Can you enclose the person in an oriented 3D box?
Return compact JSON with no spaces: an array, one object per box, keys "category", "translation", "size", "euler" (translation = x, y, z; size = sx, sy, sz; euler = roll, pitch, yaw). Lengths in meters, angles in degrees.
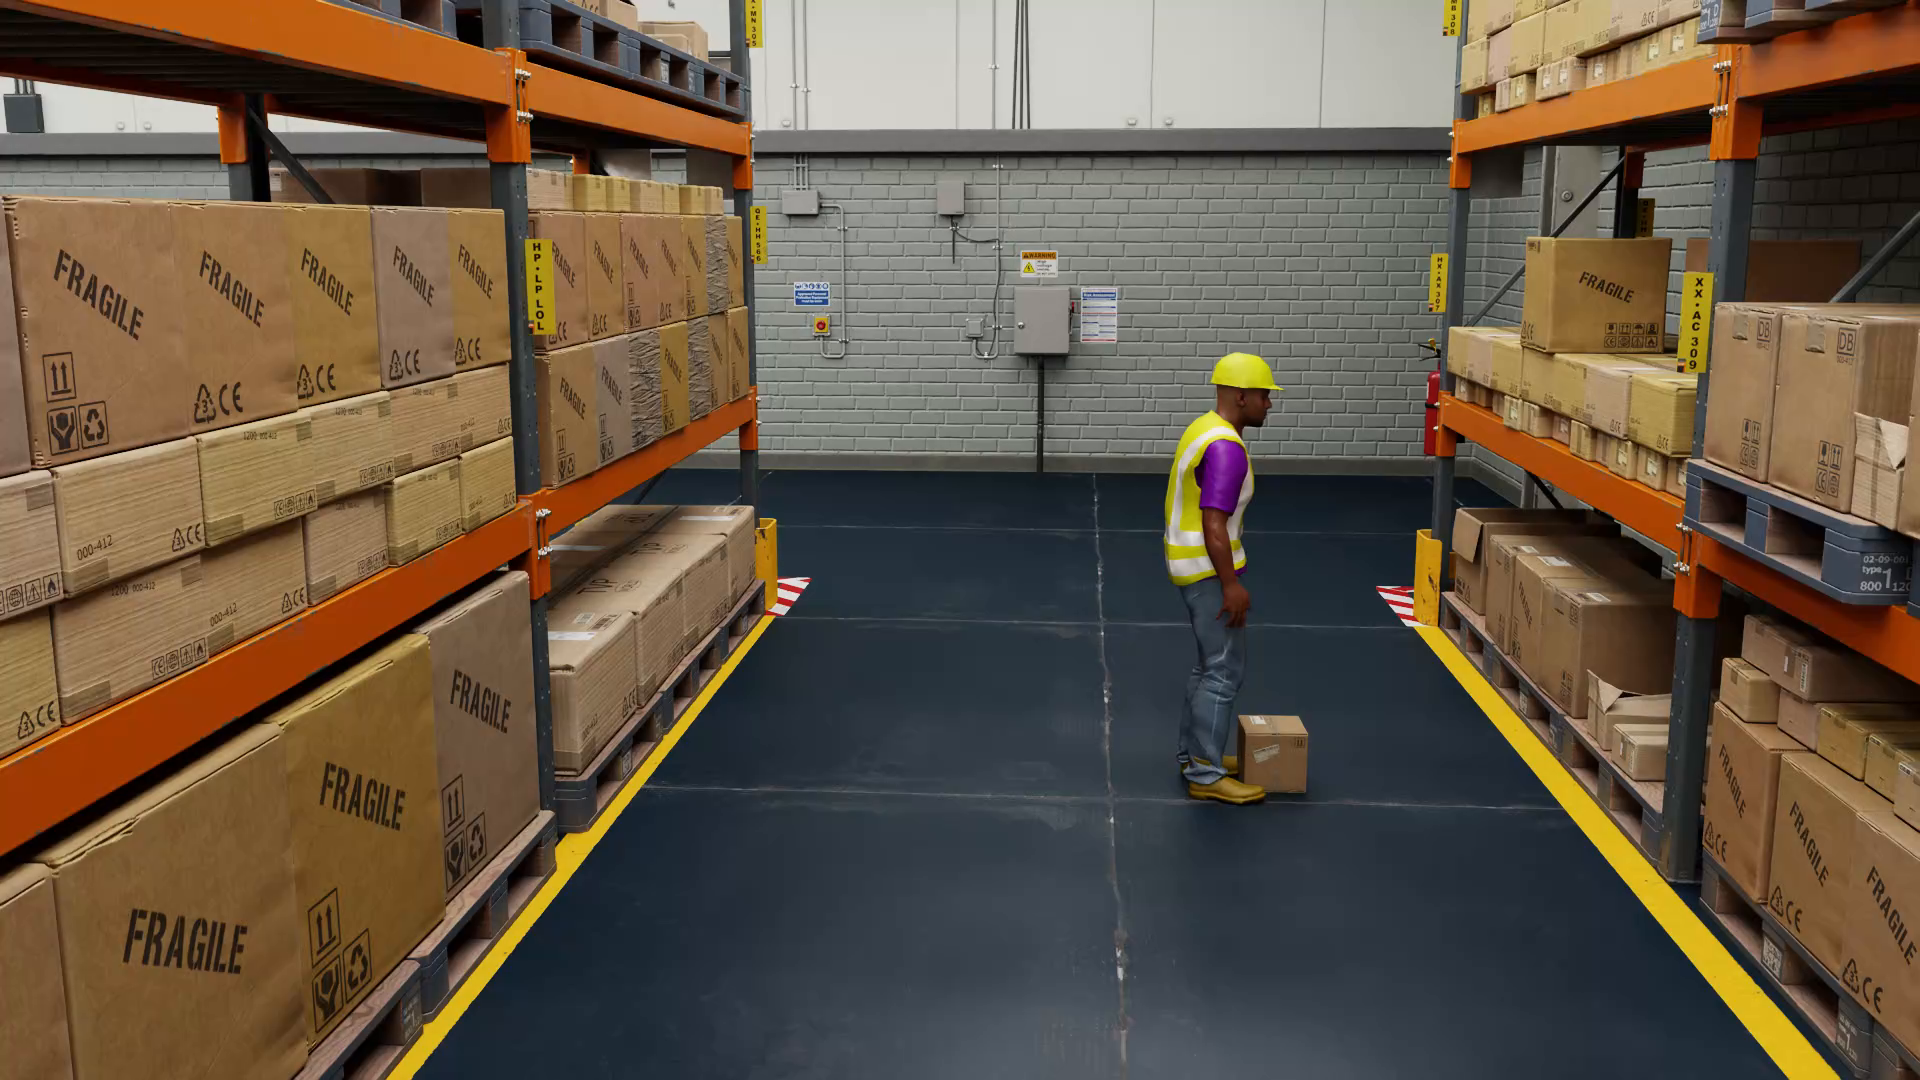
[{"category":"person","translation":[1.047,0.133,6.665],"size":[0.456,1.761,0.627],"euler":[1,11,4]}]
